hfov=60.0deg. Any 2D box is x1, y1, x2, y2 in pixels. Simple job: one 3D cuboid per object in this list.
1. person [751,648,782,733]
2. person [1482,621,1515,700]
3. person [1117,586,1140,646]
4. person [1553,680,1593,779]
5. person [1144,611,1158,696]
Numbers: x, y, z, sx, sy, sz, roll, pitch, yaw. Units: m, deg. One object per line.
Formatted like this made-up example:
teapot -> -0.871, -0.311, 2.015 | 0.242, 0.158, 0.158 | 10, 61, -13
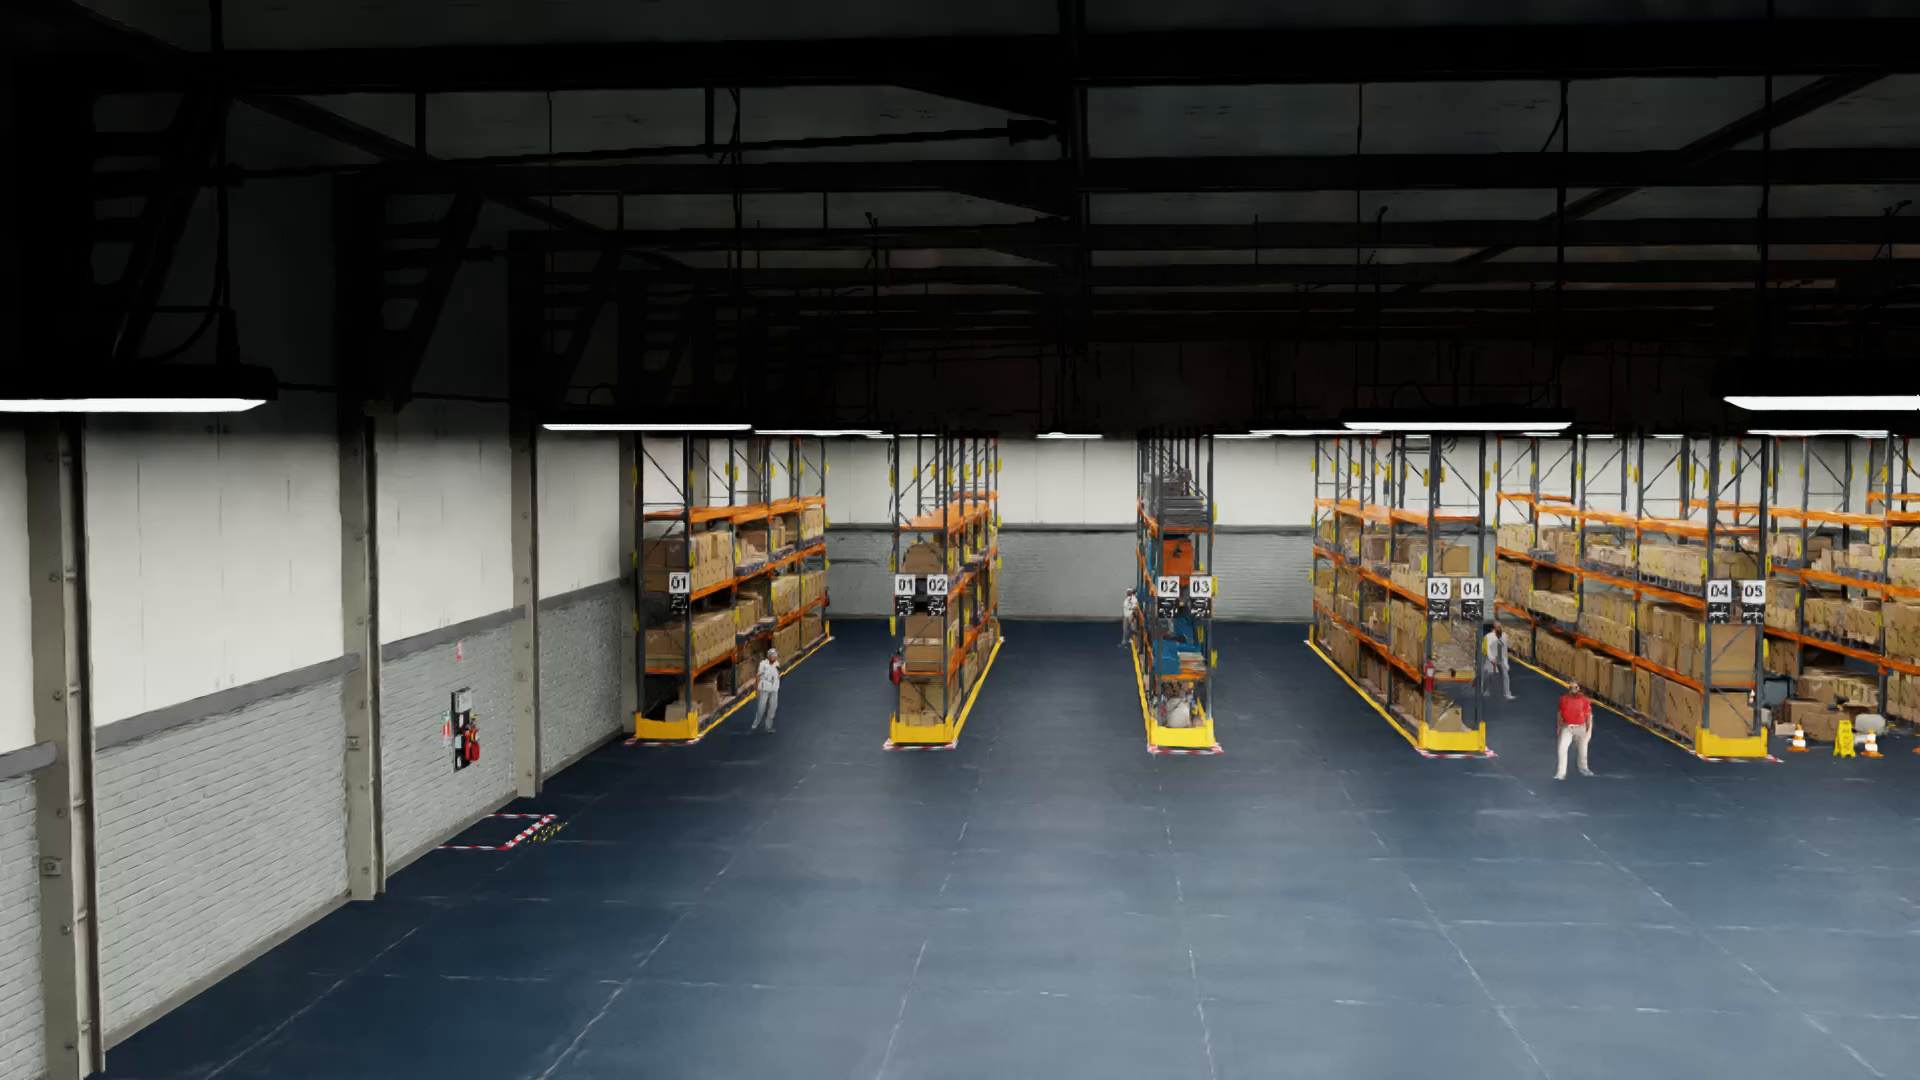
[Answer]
person -> -3.795, 2.941, 32.606 | 0.550, 1.653, 0.583 | -2, 4, -32
person -> 11.842, 2.643, 36.689 | 0.580, 1.715, 1.103 | 0, 3, -3
person -> 4.696, 2.118, 46.156 | 0.650, 1.660, 0.691 | -2, 4, -36
person -> 10.391, 3.196, 28.144 | 0.586, 1.673, 0.983 | 2, 4, 28
person -> 4.205, 2.459, 36.133 | 0.432, 1.828, 0.629 | 1, 4, 15
